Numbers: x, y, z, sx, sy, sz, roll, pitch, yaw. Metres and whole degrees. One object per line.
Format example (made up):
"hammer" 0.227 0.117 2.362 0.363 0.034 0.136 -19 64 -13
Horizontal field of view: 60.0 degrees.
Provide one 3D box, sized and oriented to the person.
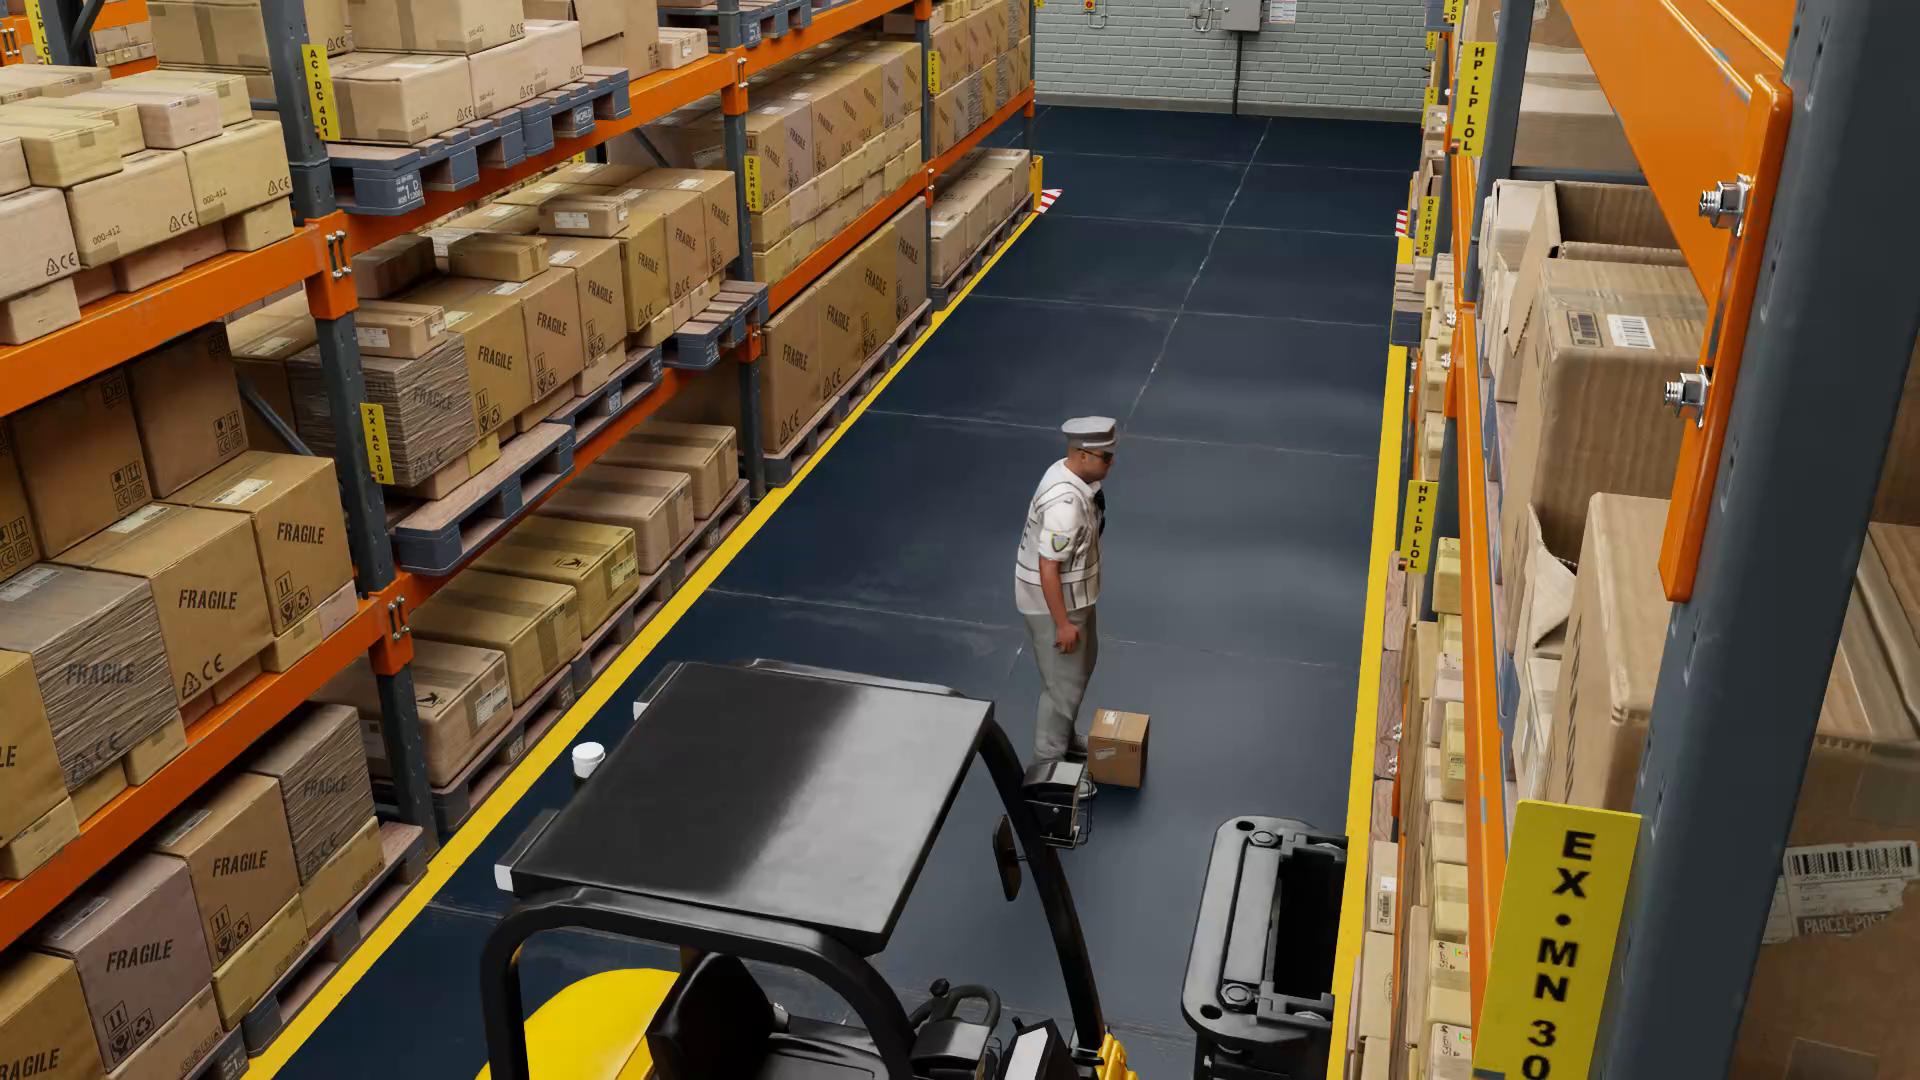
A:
"person" 0.474 0.271 7.521 0.437 1.748 0.587 6 26 13
